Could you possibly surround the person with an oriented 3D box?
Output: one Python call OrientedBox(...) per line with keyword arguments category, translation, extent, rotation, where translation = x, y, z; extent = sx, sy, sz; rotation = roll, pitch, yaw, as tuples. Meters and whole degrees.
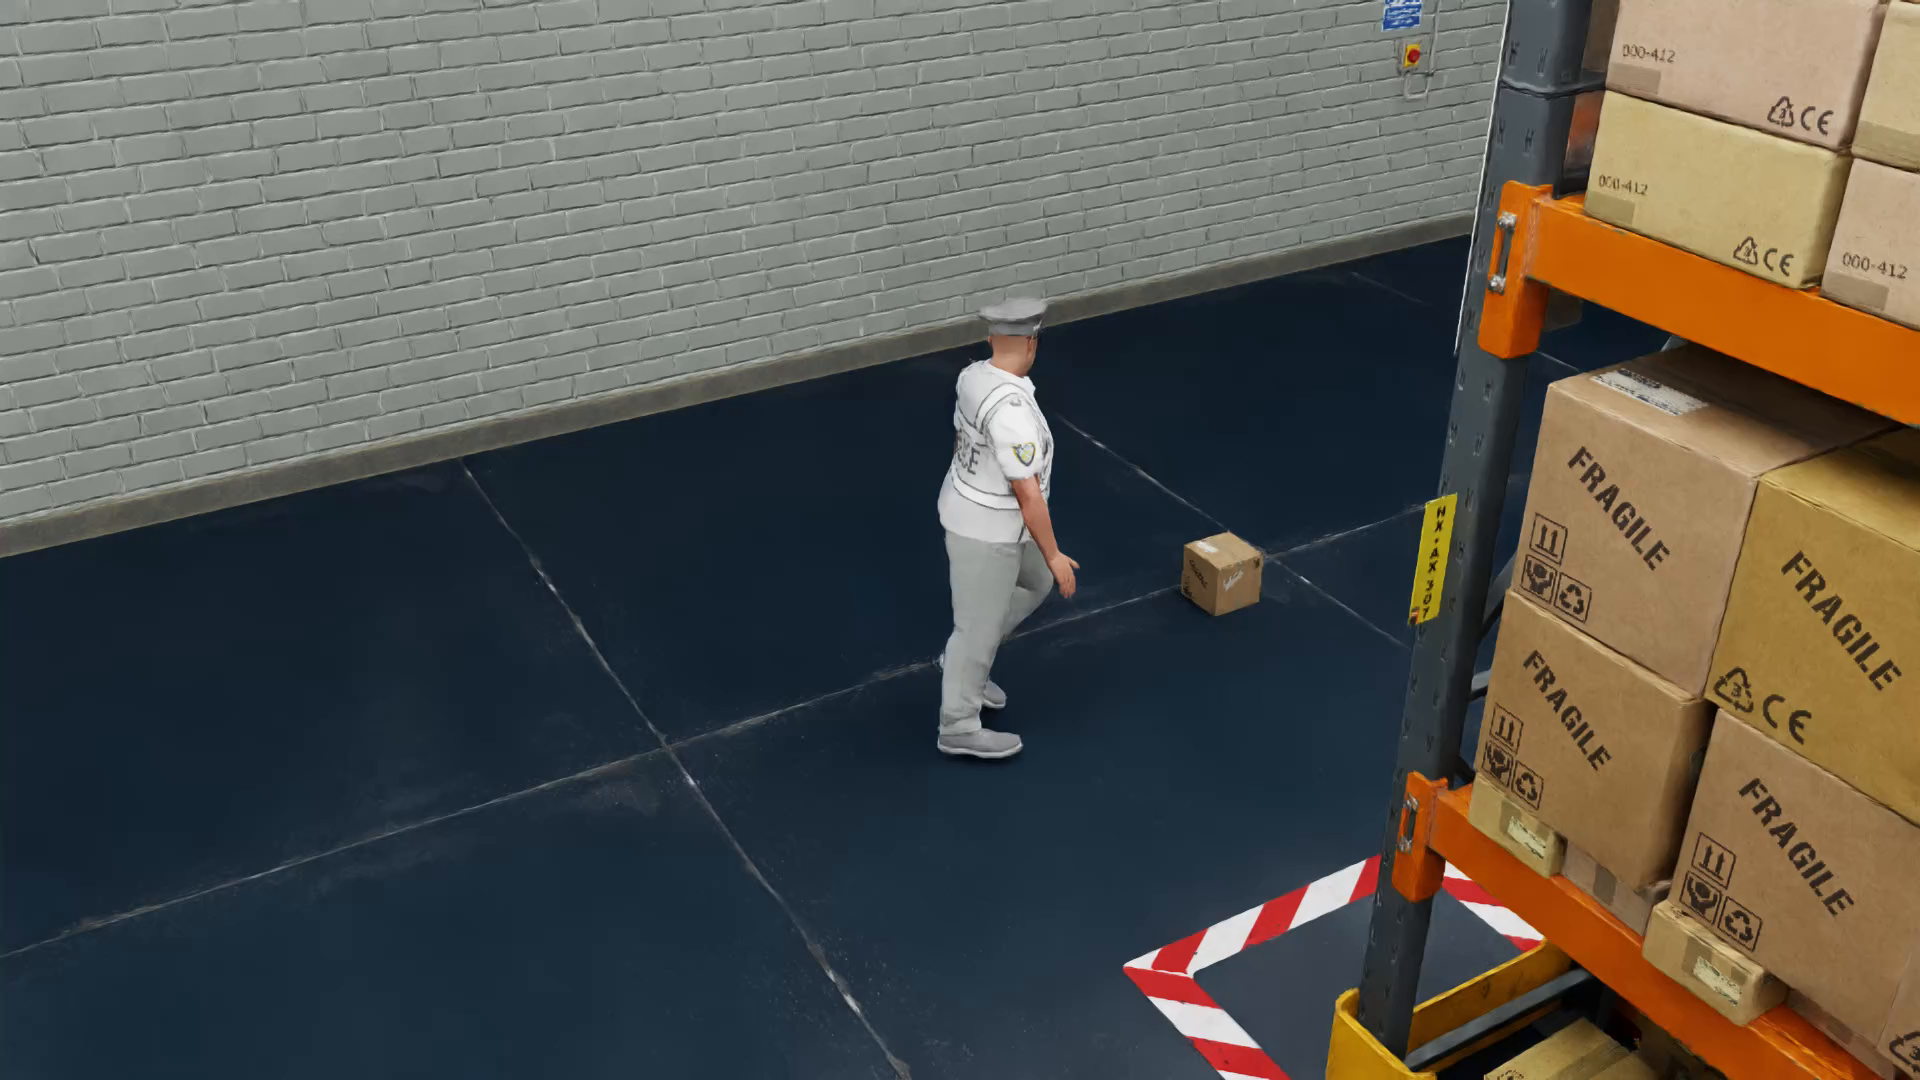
OrientedBox(category="person", translation=(0.162, -0.044, 6.203), extent=(0.524, 1.711, 0.626), rotation=(-2, 29, -3))
